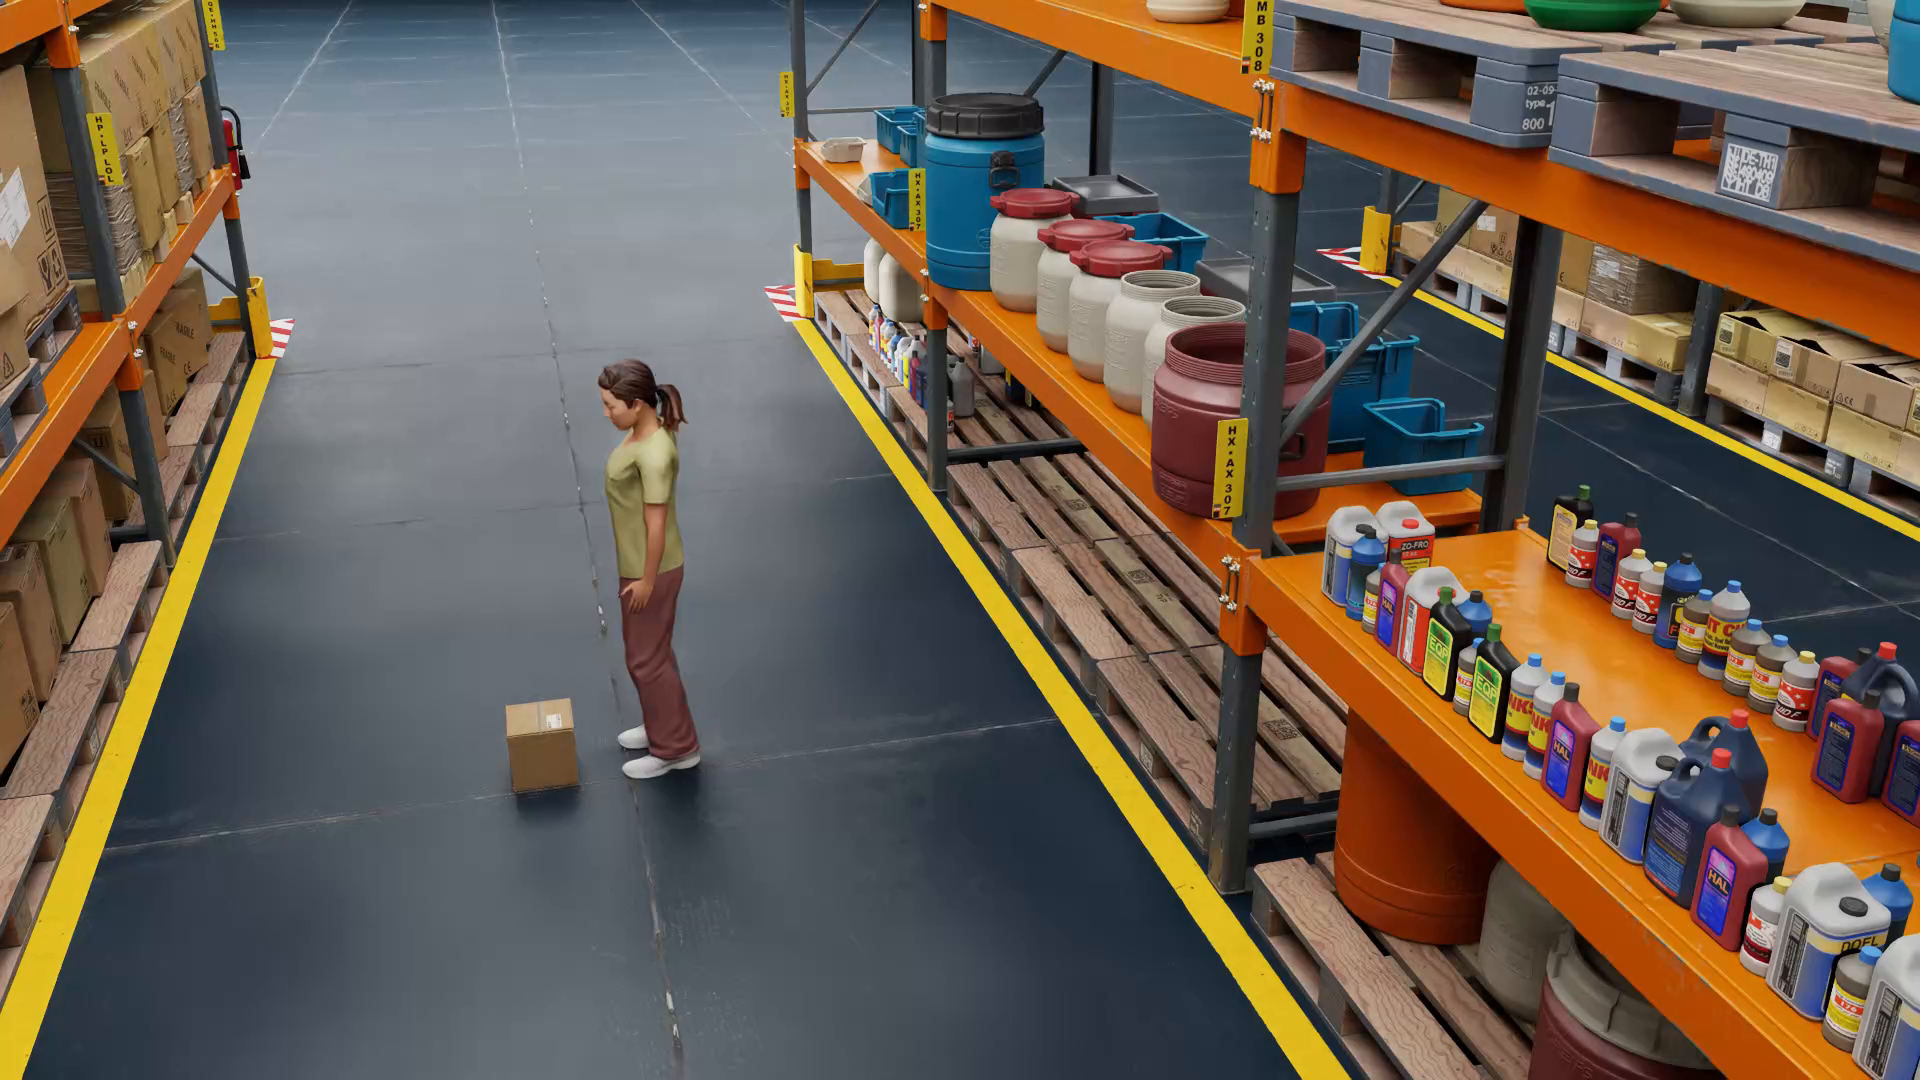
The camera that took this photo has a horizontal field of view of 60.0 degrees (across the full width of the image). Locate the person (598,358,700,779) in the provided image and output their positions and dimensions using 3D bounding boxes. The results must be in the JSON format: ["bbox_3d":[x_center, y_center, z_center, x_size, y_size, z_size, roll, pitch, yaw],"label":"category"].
[{"bbox_3d":[-1.180,0.109,6.359,0.363,1.674,0.447,-6,24,-13],"label":"person"}]
